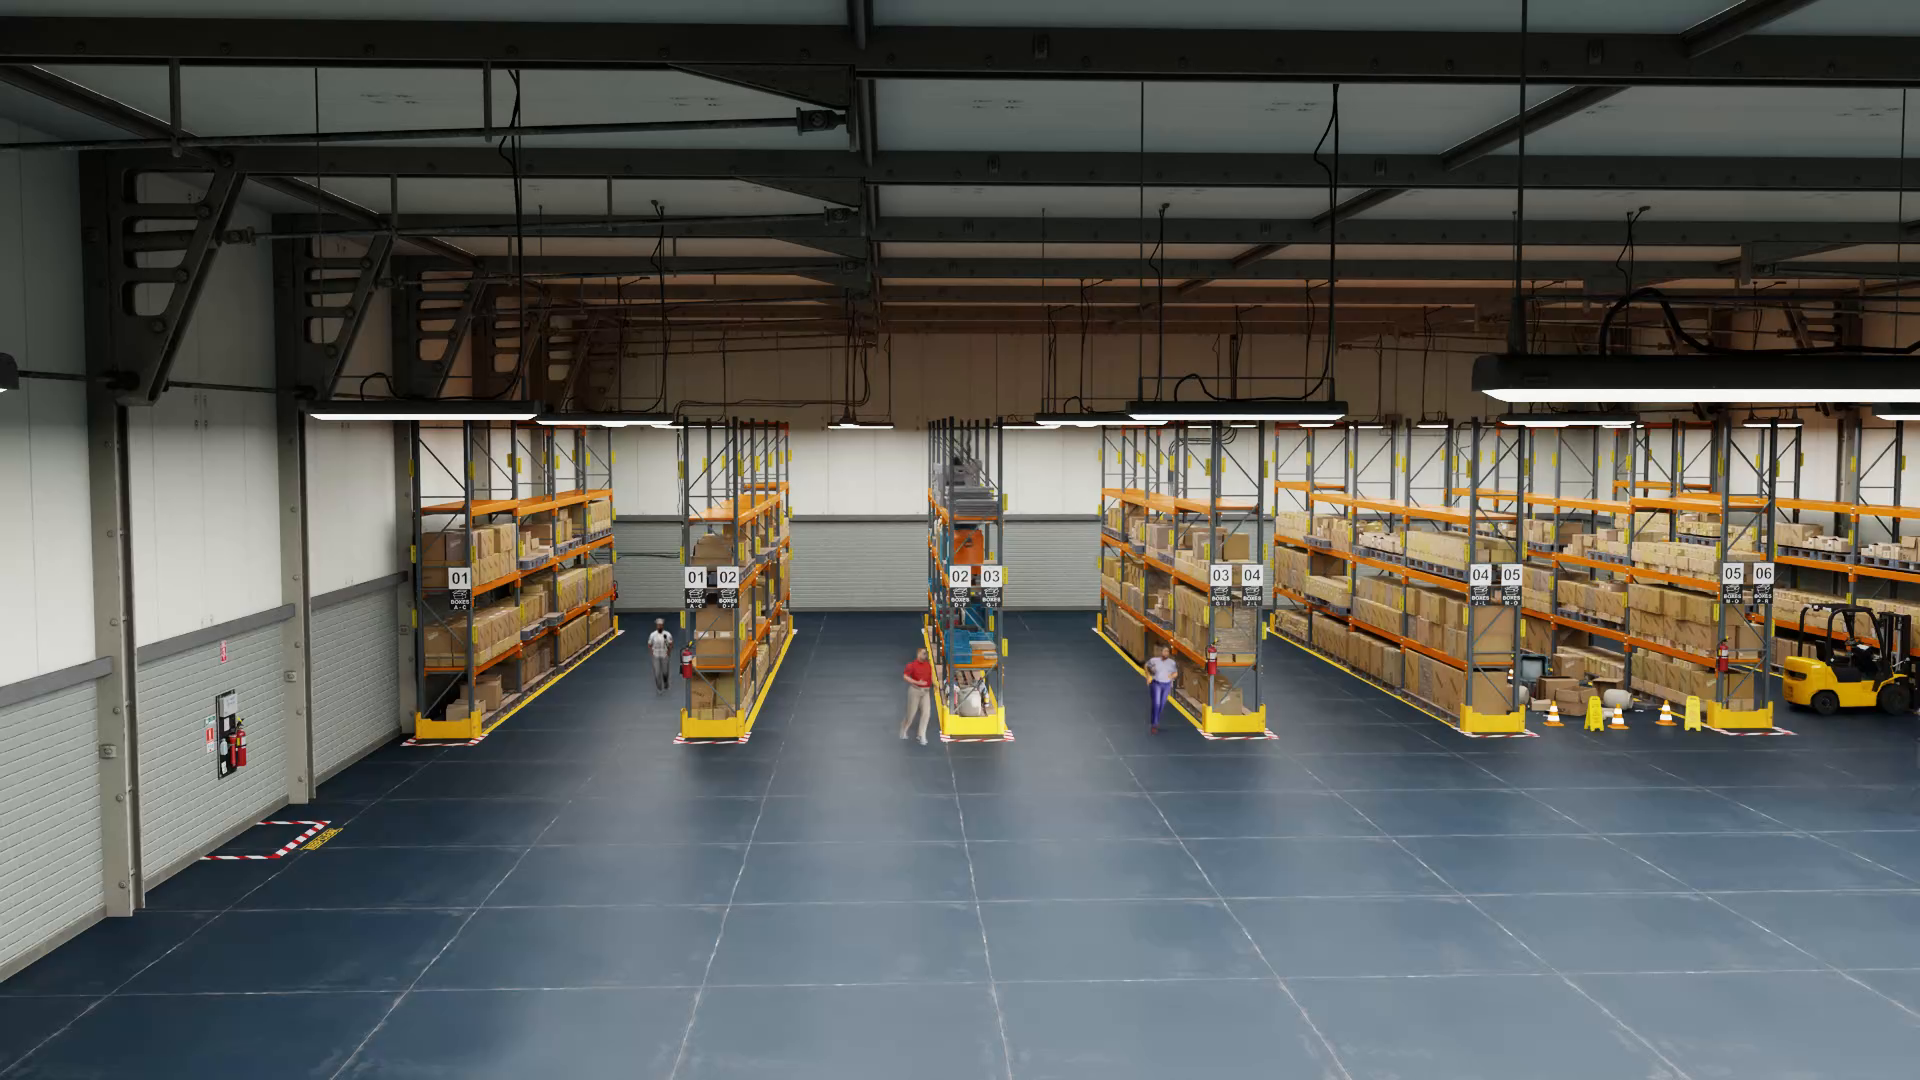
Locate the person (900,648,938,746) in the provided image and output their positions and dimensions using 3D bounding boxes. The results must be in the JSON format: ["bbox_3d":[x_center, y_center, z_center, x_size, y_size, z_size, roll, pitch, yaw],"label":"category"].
[{"bbox_3d":[-0.713,2.867,30.693,0.725,1.752,0.778,-2,4,-33],"label":"person"}]

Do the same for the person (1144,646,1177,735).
[{"bbox_3d":[3.852,2.852,31.802,0.600,1.680,0.776,-1,4,-12],"label":"person"}]

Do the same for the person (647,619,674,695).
[{"bbox_3d":[-6.535,2.532,36.241,0.573,1.650,0.562,0,4,-7],"label":"person"}]
